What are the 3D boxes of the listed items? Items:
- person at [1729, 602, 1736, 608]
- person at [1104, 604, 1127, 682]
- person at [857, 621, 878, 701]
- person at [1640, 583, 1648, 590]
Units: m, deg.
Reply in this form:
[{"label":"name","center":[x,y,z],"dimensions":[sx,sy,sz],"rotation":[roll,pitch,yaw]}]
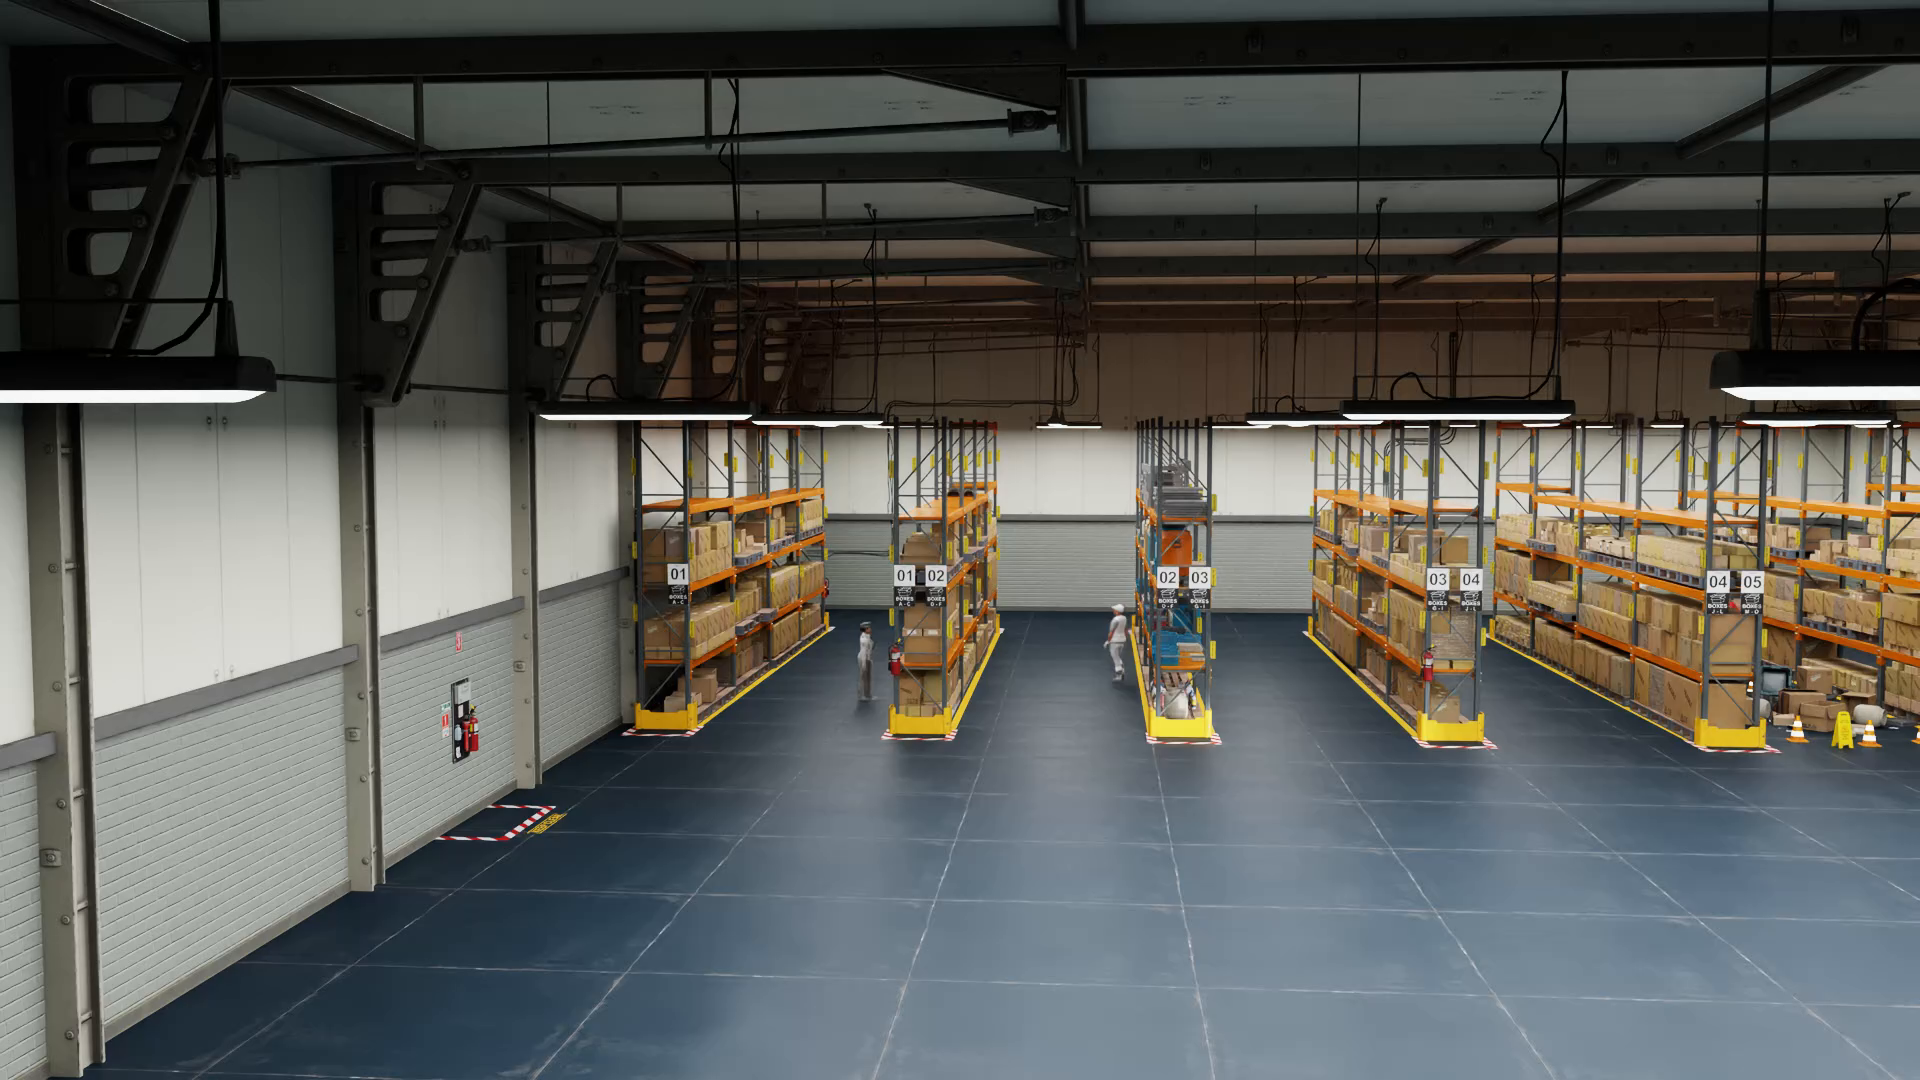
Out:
[{"label":"person","center":[17.687,2.325,38.276],"dimensions":[0.615,1.822,0.542],"rotation":[-1,4,-8]},{"label":"person","center":[3.554,2.355,37.922],"dimensions":[0.564,1.816,0.443],"rotation":[-4,5,-43]},{"label":"person","center":[-1.975,2.576,35.362],"dimensions":[0.404,1.696,0.509],"rotation":[1,4,9]},{"label":"person","center":[19.792,1.732,48.460],"dimensions":[0.541,1.703,0.497],"rotation":[-1,4,-9]}]
